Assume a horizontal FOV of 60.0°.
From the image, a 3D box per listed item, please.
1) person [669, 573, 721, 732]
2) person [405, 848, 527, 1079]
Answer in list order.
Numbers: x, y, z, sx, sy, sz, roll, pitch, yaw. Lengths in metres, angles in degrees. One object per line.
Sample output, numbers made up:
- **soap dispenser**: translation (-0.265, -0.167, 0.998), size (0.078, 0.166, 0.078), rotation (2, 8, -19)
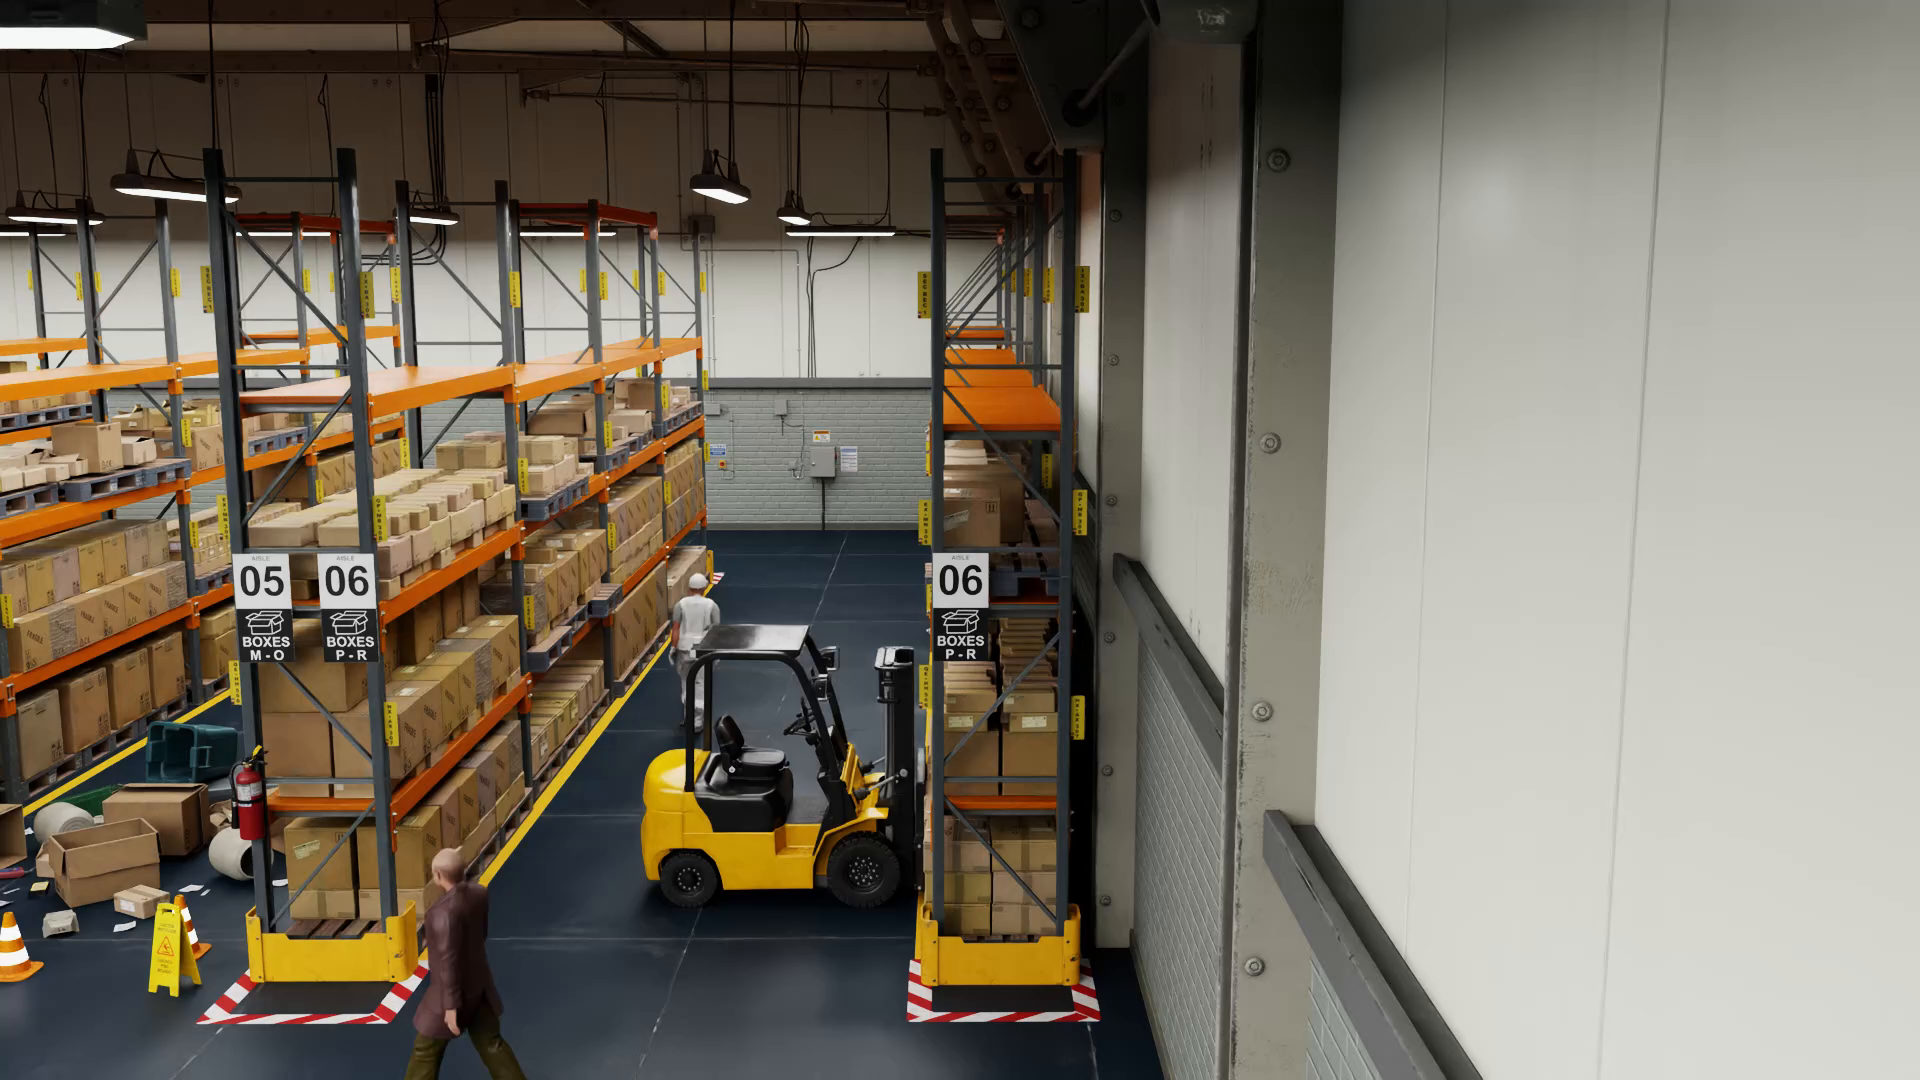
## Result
- **person**: translation (-3.009, 1.297, 18.905), size (0.591, 1.822, 0.548), rotation (-1, 9, -5)
- **person**: translation (-3.072, 2.712, 10.091), size (0.979, 1.742, 0.602), rotation (2, 9, 14)
